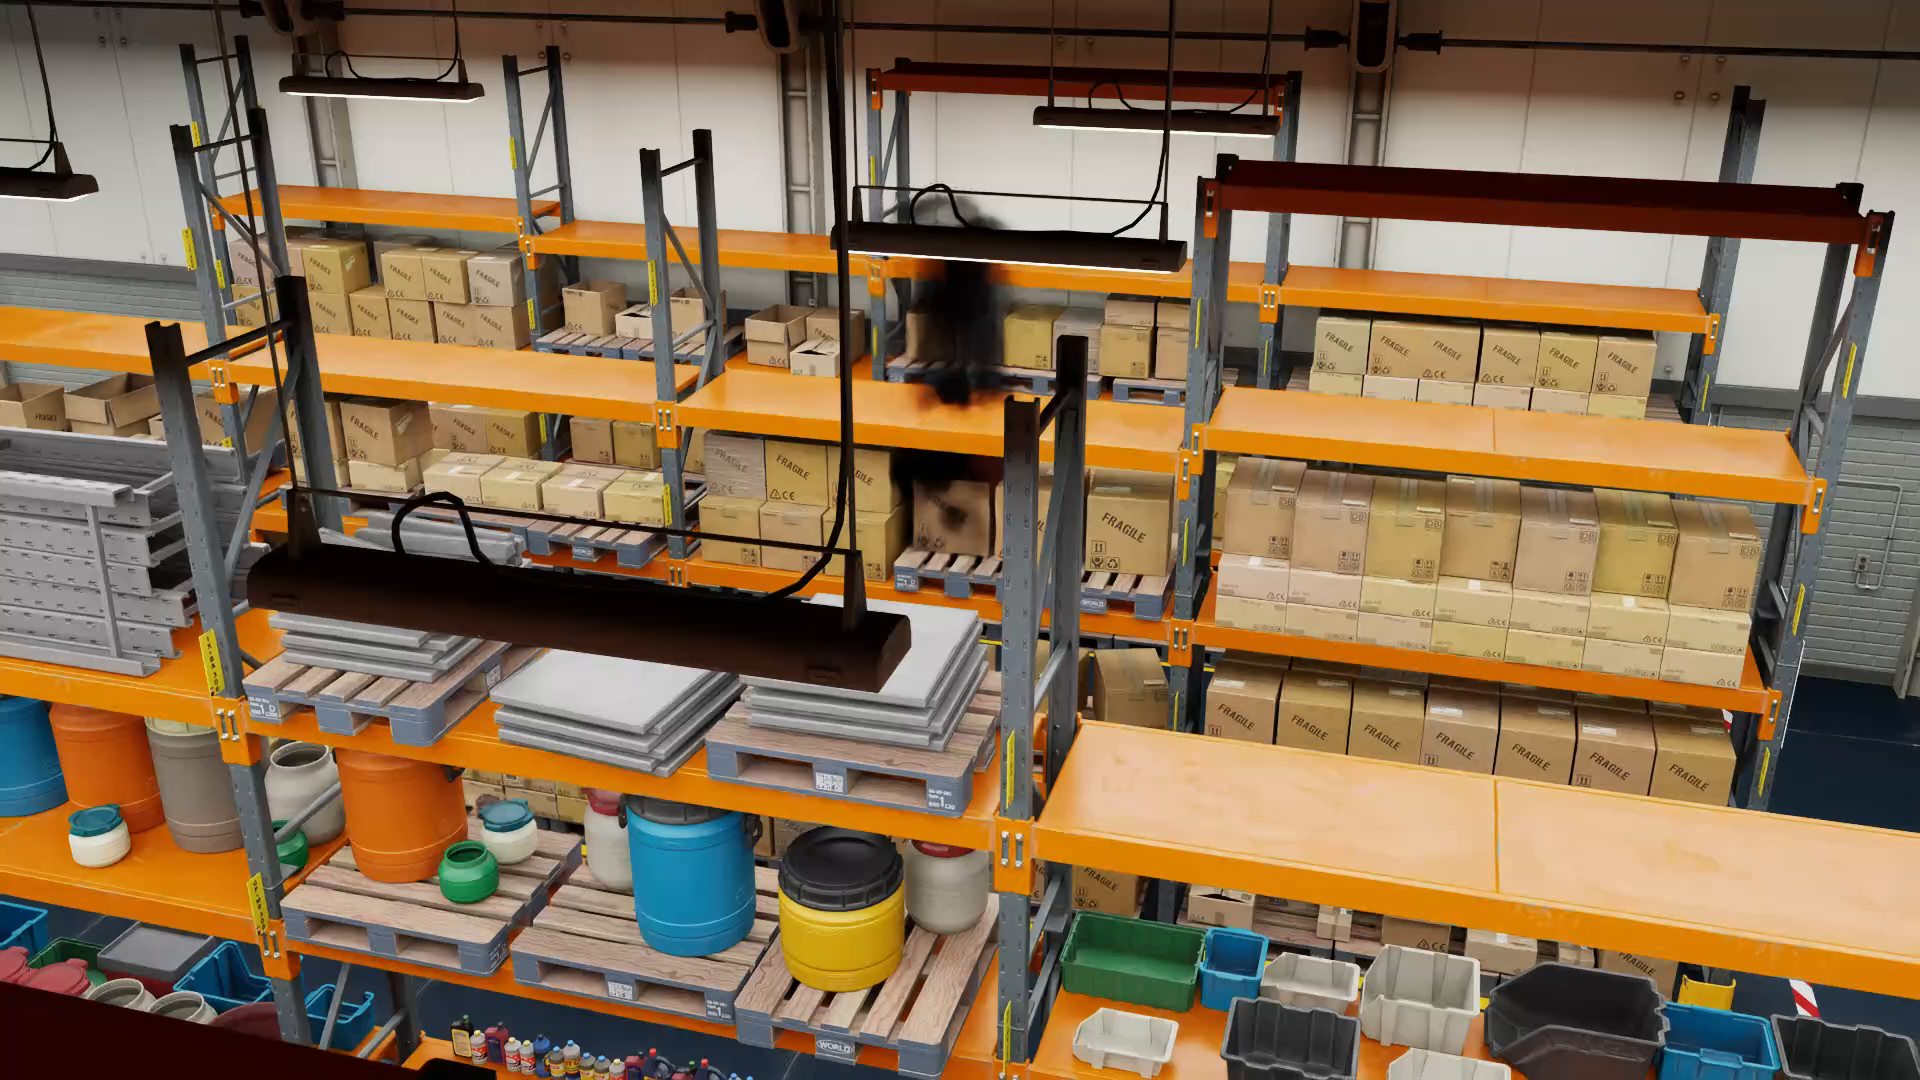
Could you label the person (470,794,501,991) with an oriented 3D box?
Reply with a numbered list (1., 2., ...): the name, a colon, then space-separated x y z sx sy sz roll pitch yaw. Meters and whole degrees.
1. person: -3.281 2.639 12.267 0.820 1.700 0.600 2 23 6
